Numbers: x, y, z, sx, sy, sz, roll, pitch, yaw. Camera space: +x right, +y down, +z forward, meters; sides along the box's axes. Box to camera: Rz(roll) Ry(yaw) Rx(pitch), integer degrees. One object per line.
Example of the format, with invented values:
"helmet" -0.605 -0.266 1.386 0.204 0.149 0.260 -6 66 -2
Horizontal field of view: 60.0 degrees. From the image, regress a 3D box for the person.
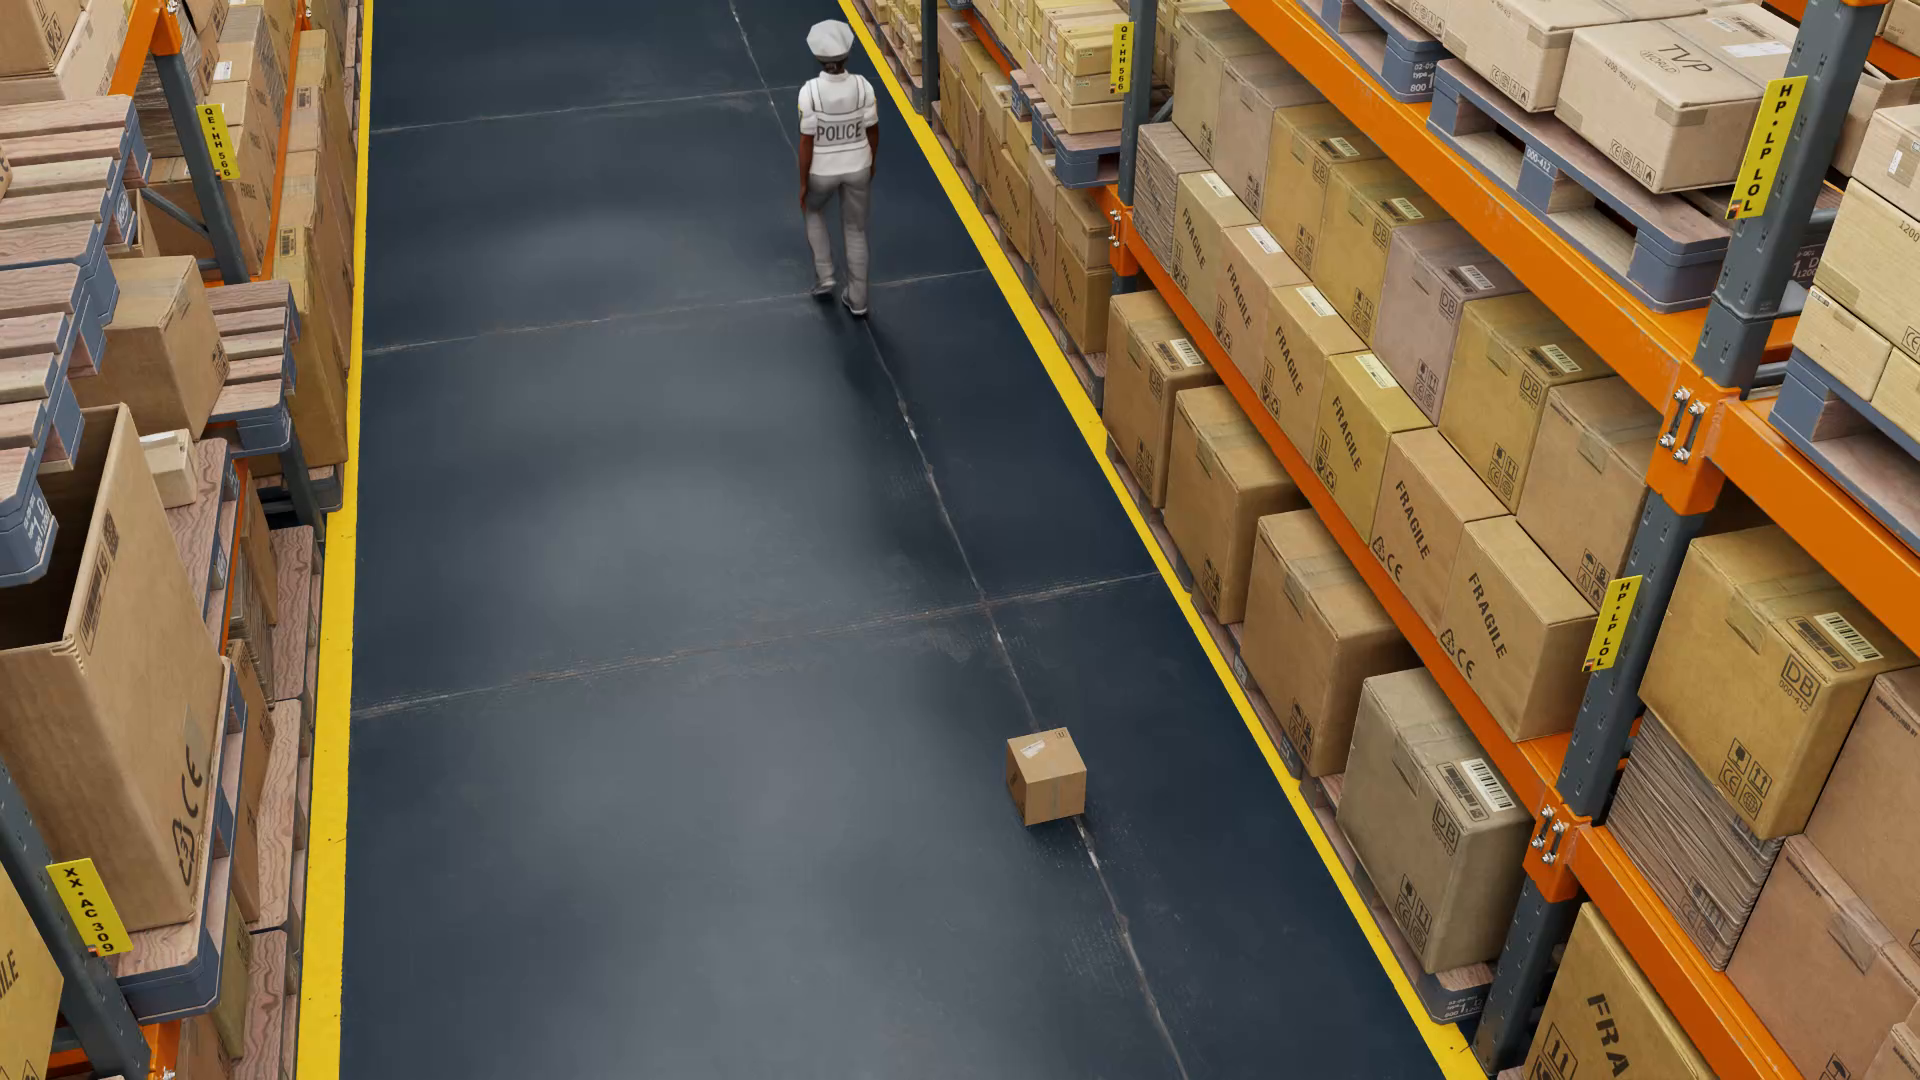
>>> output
"person" -0.685 -2.056 9.305 0.483 1.752 0.502 -9 39 -11
